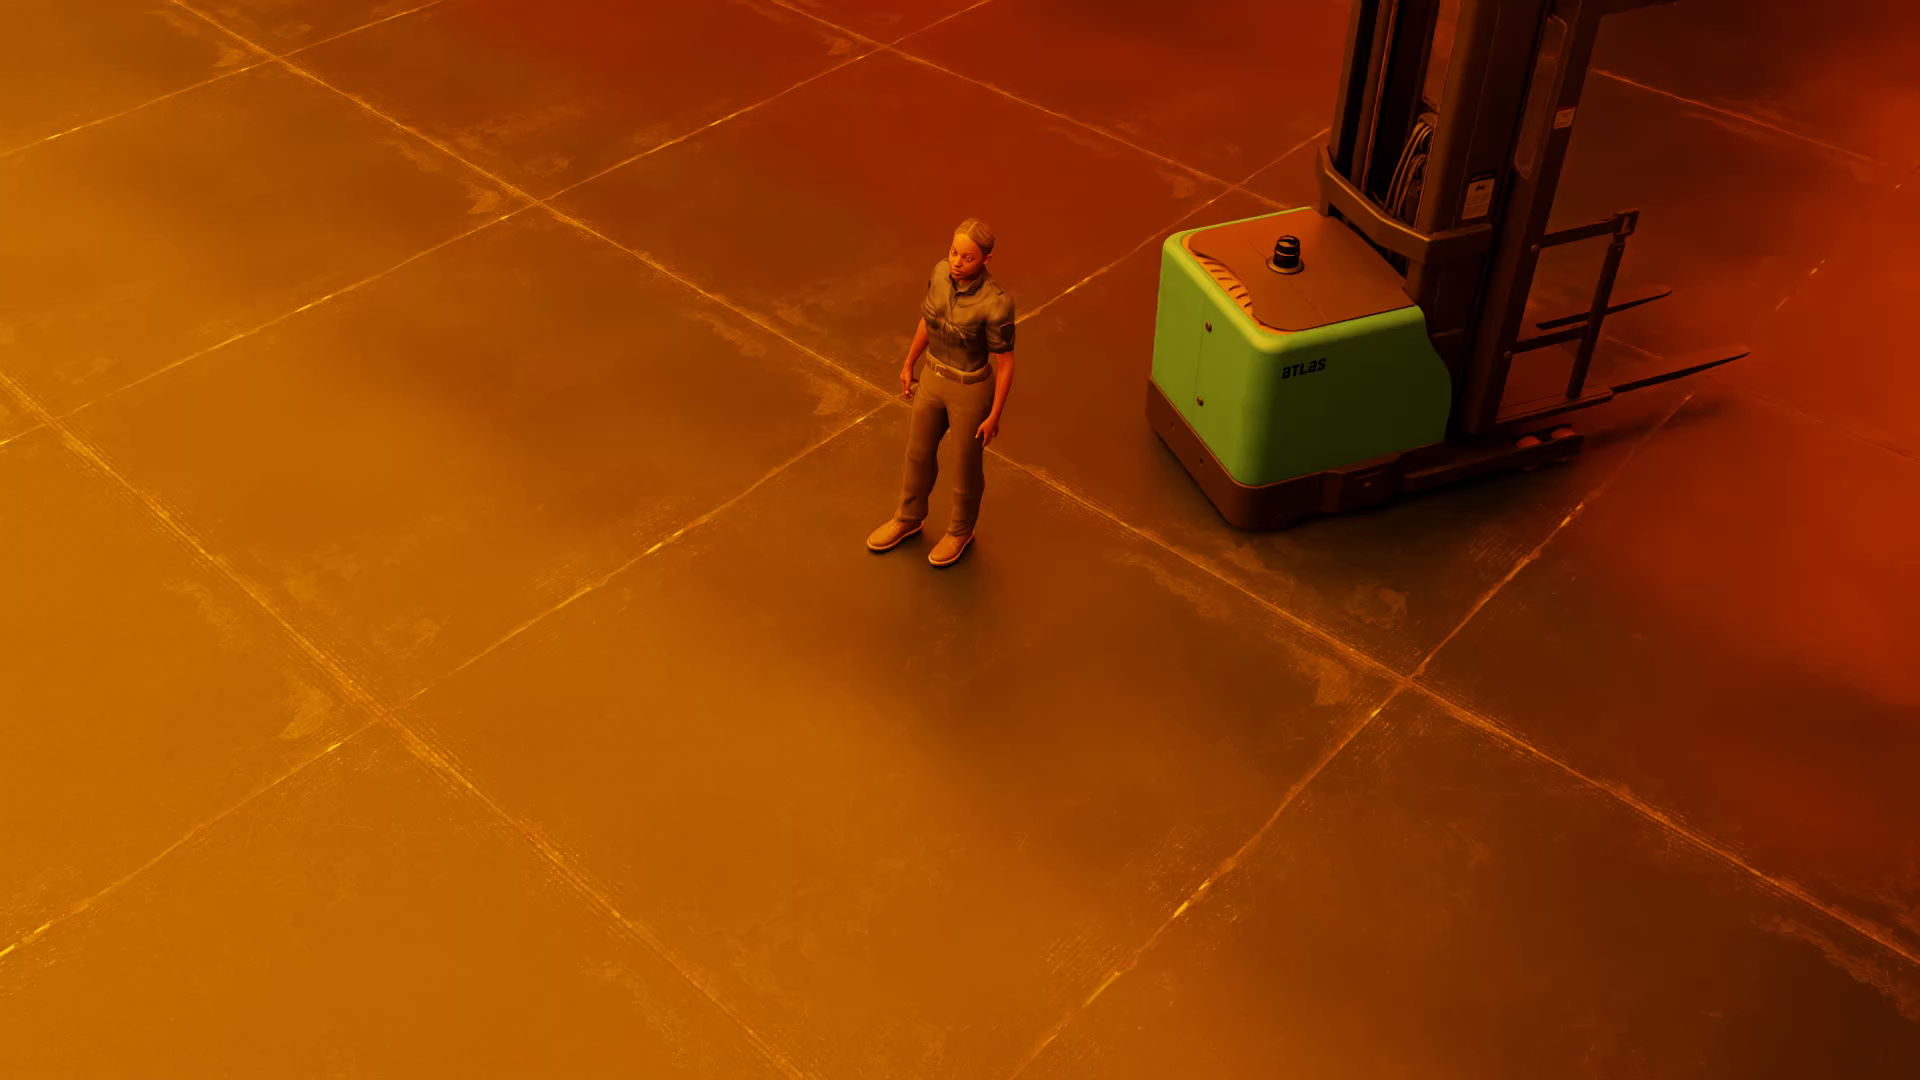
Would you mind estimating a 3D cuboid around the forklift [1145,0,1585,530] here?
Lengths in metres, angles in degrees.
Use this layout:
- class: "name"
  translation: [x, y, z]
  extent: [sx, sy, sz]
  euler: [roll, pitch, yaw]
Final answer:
- class: "forklift"
  translation: [2.494, -1.758, 7.478]
  extent: [3.031, 2.935, 1.130]
  euler: [-14, 43, -16]

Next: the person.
- class: "person"
  translation: [-0.074, -0.600, 7.097]
  extent: [0.569, 1.655, 0.504]
  euler: [31, 49, 31]
